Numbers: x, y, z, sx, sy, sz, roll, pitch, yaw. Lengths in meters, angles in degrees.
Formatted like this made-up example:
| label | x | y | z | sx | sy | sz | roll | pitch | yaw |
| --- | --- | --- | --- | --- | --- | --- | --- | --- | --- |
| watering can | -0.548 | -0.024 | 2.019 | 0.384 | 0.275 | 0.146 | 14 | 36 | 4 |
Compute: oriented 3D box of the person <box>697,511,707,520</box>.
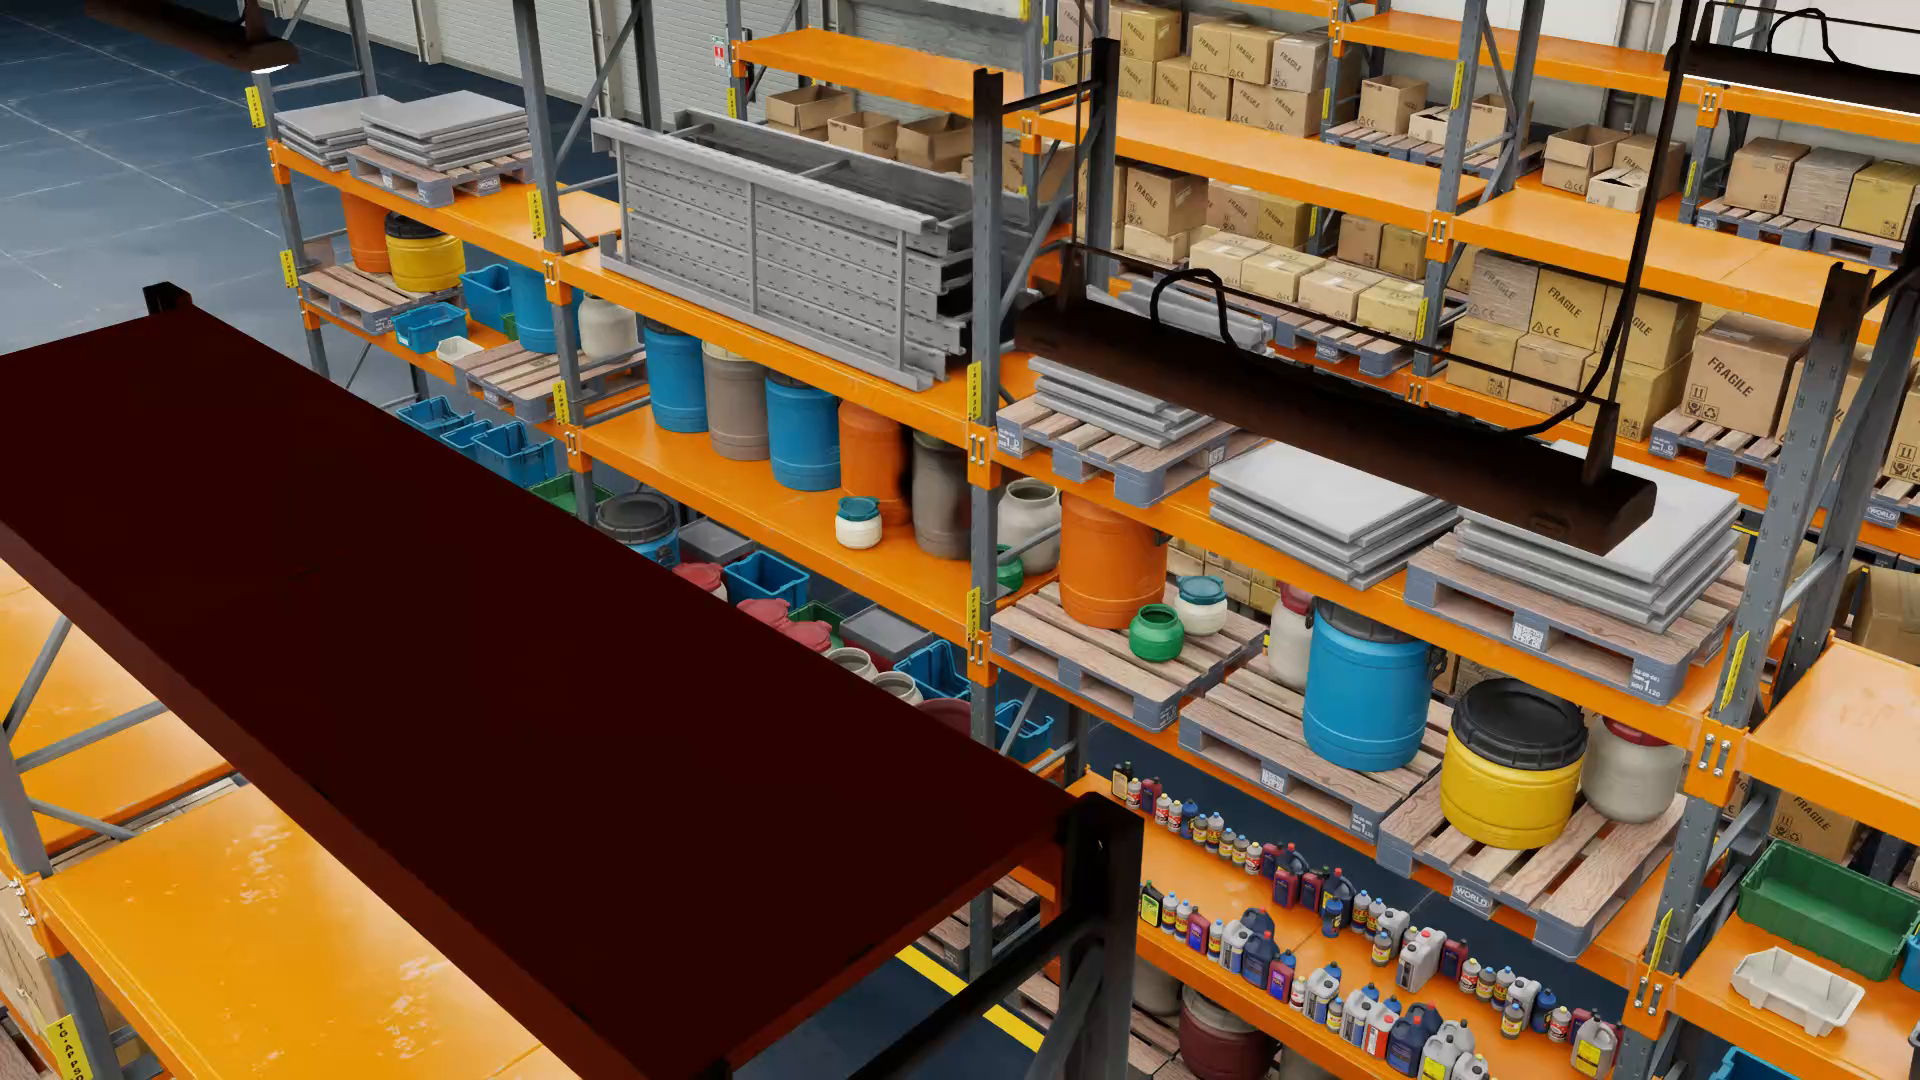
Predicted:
| label | x | y | z | sx | sy | sz | roll | pitch | yaw |
| --- | --- | --- | --- | --- | --- | --- | --- | --- | --- |
| person | -2.341 | -0.539 | 15.413 | 0.635 | 1.742 | 0.714 | 16 | 33 | 26 |
